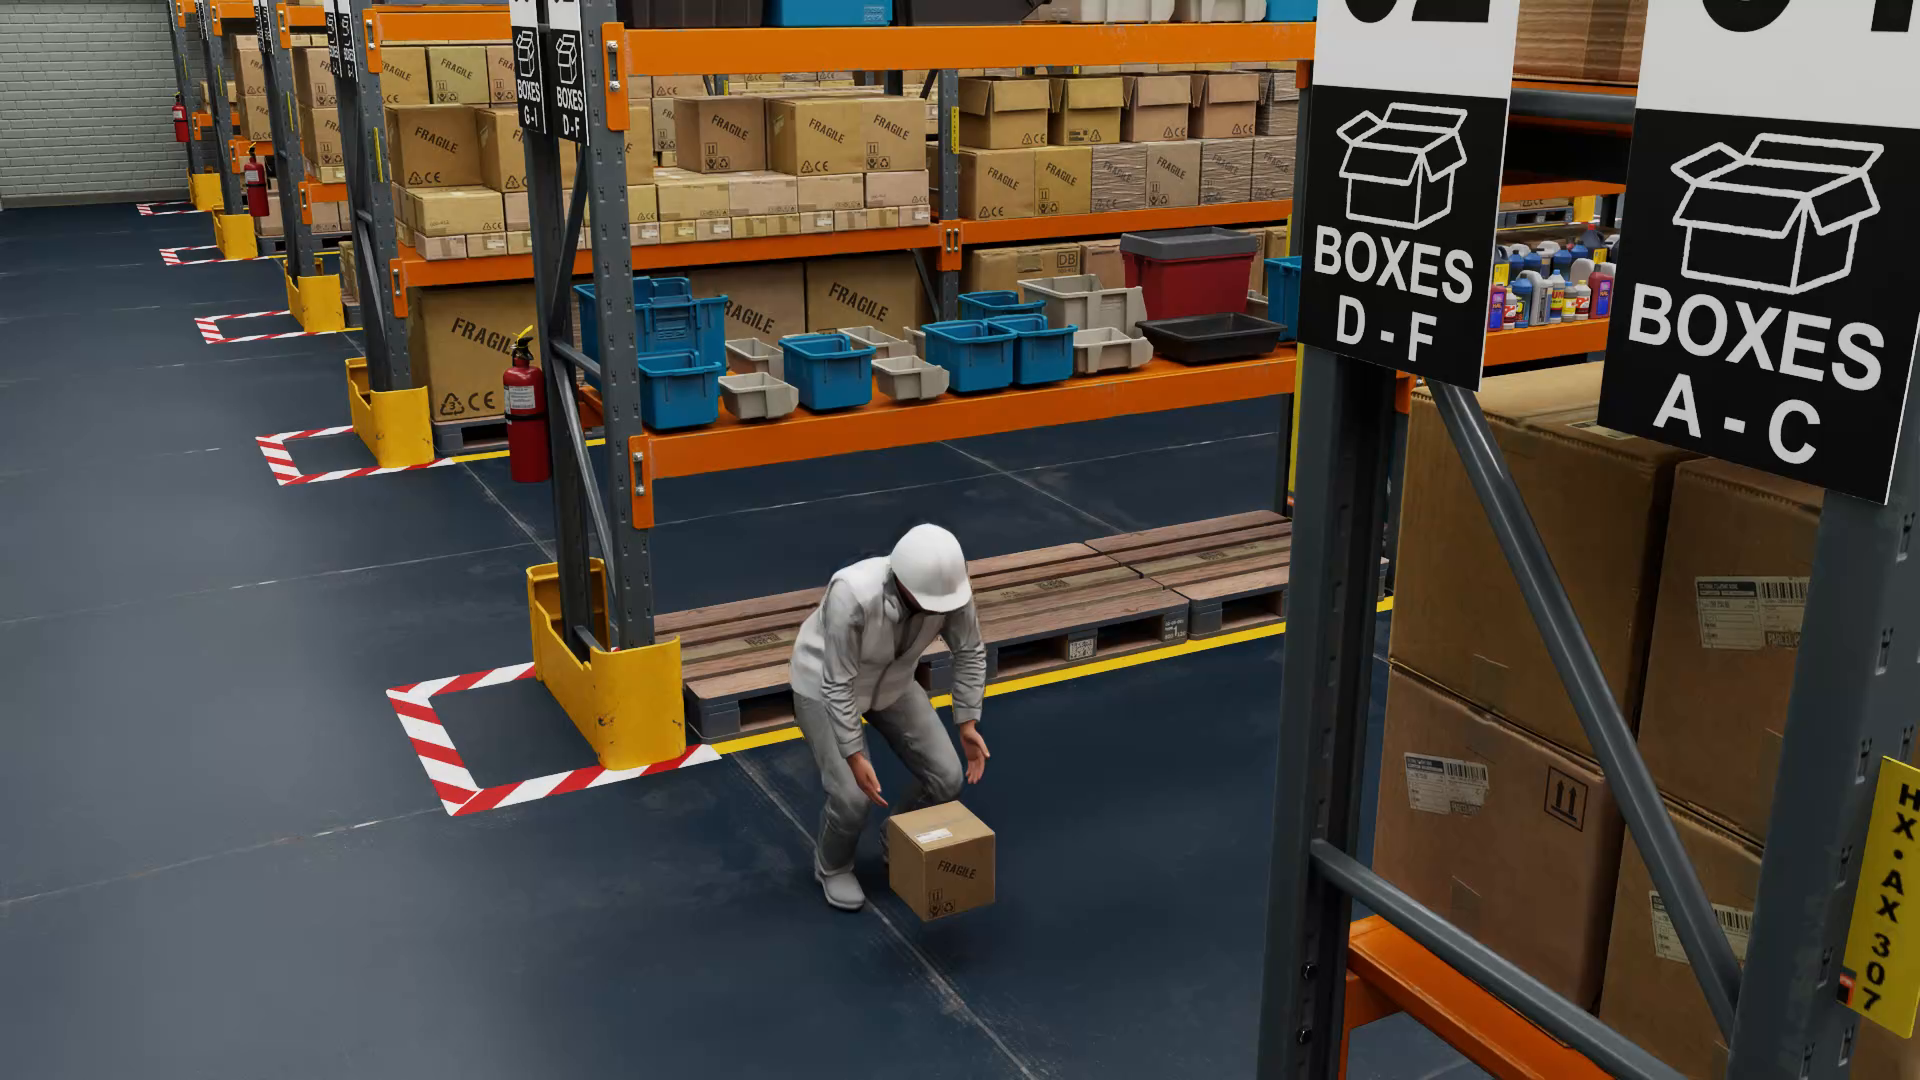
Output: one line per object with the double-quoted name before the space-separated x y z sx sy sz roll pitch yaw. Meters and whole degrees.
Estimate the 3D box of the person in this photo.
"person" -0.222 0.542 5.500 0.591 1.392 0.784 -10 21 -27
